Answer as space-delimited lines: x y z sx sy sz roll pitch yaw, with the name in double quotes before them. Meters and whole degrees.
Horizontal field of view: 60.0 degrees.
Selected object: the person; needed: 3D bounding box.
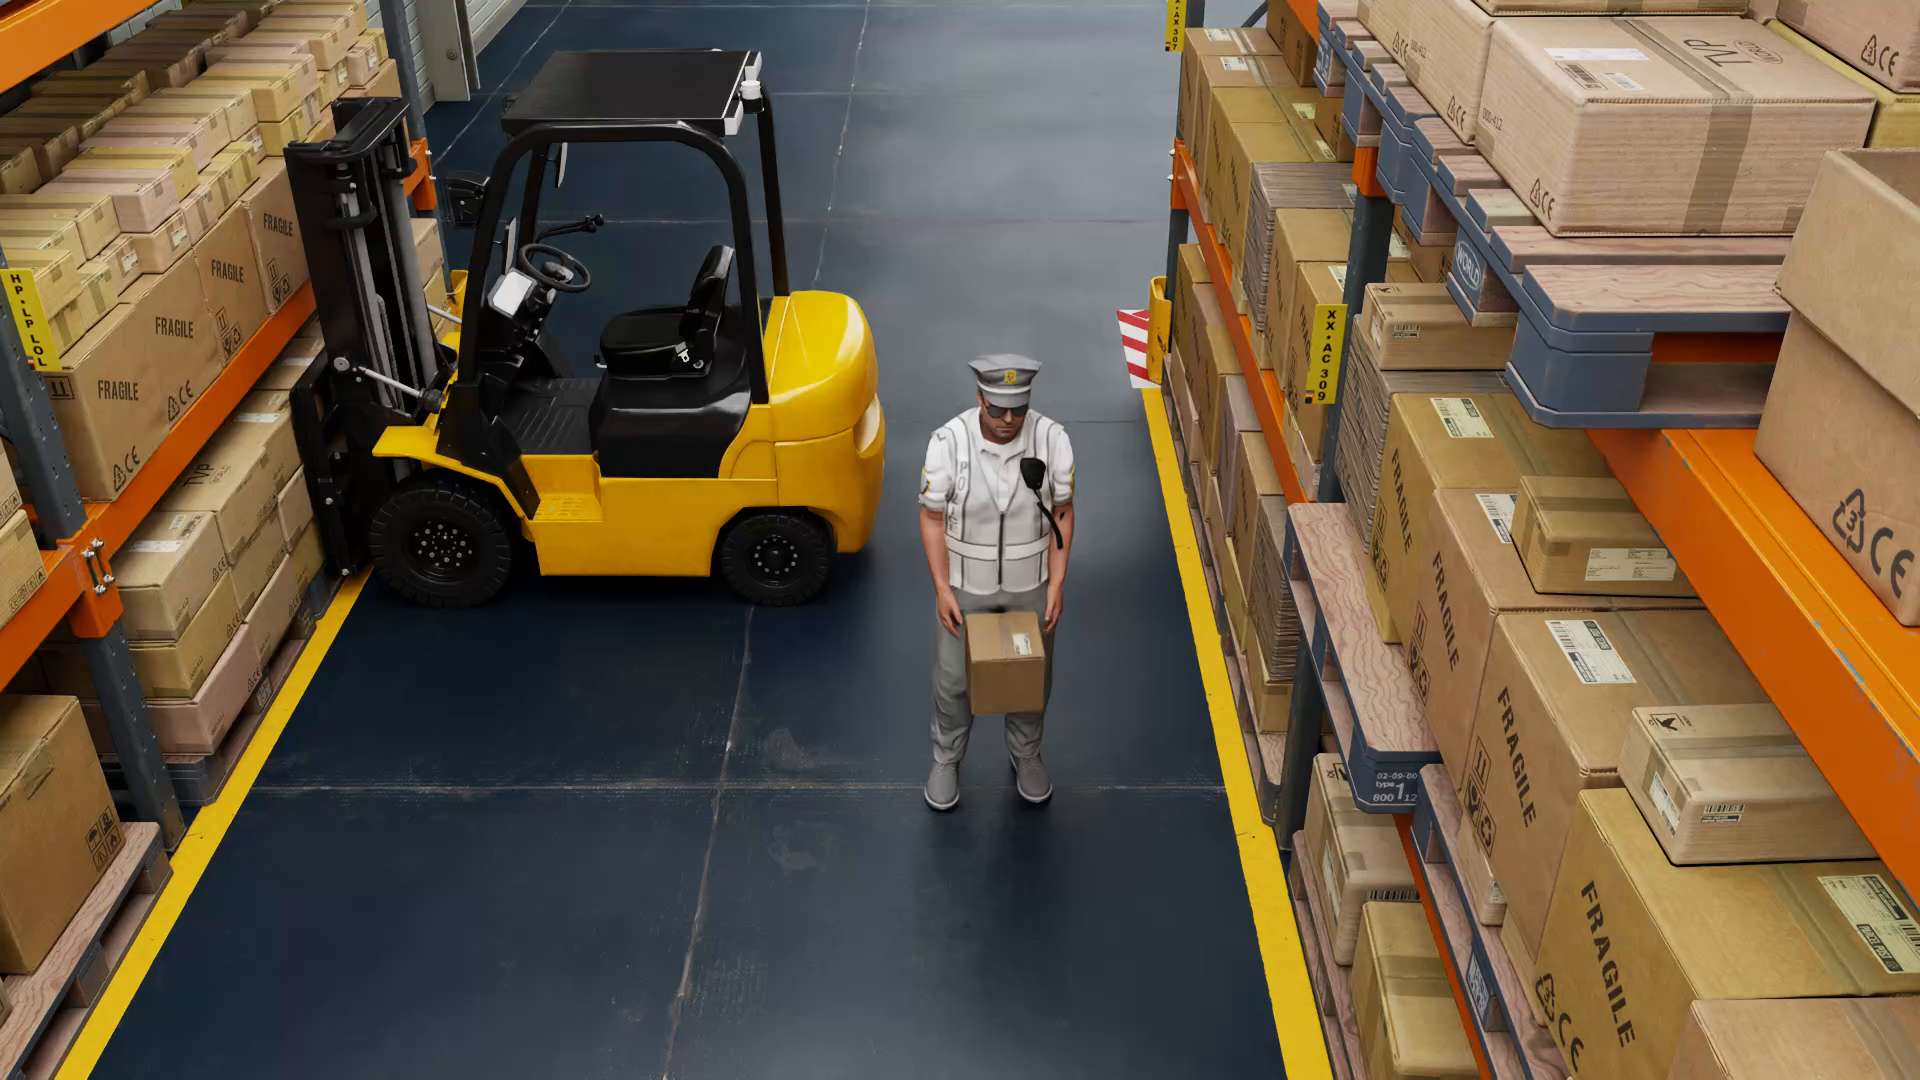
"person" 0.130 0.139 5.885 0.547 1.763 0.444 -3 31 -4
